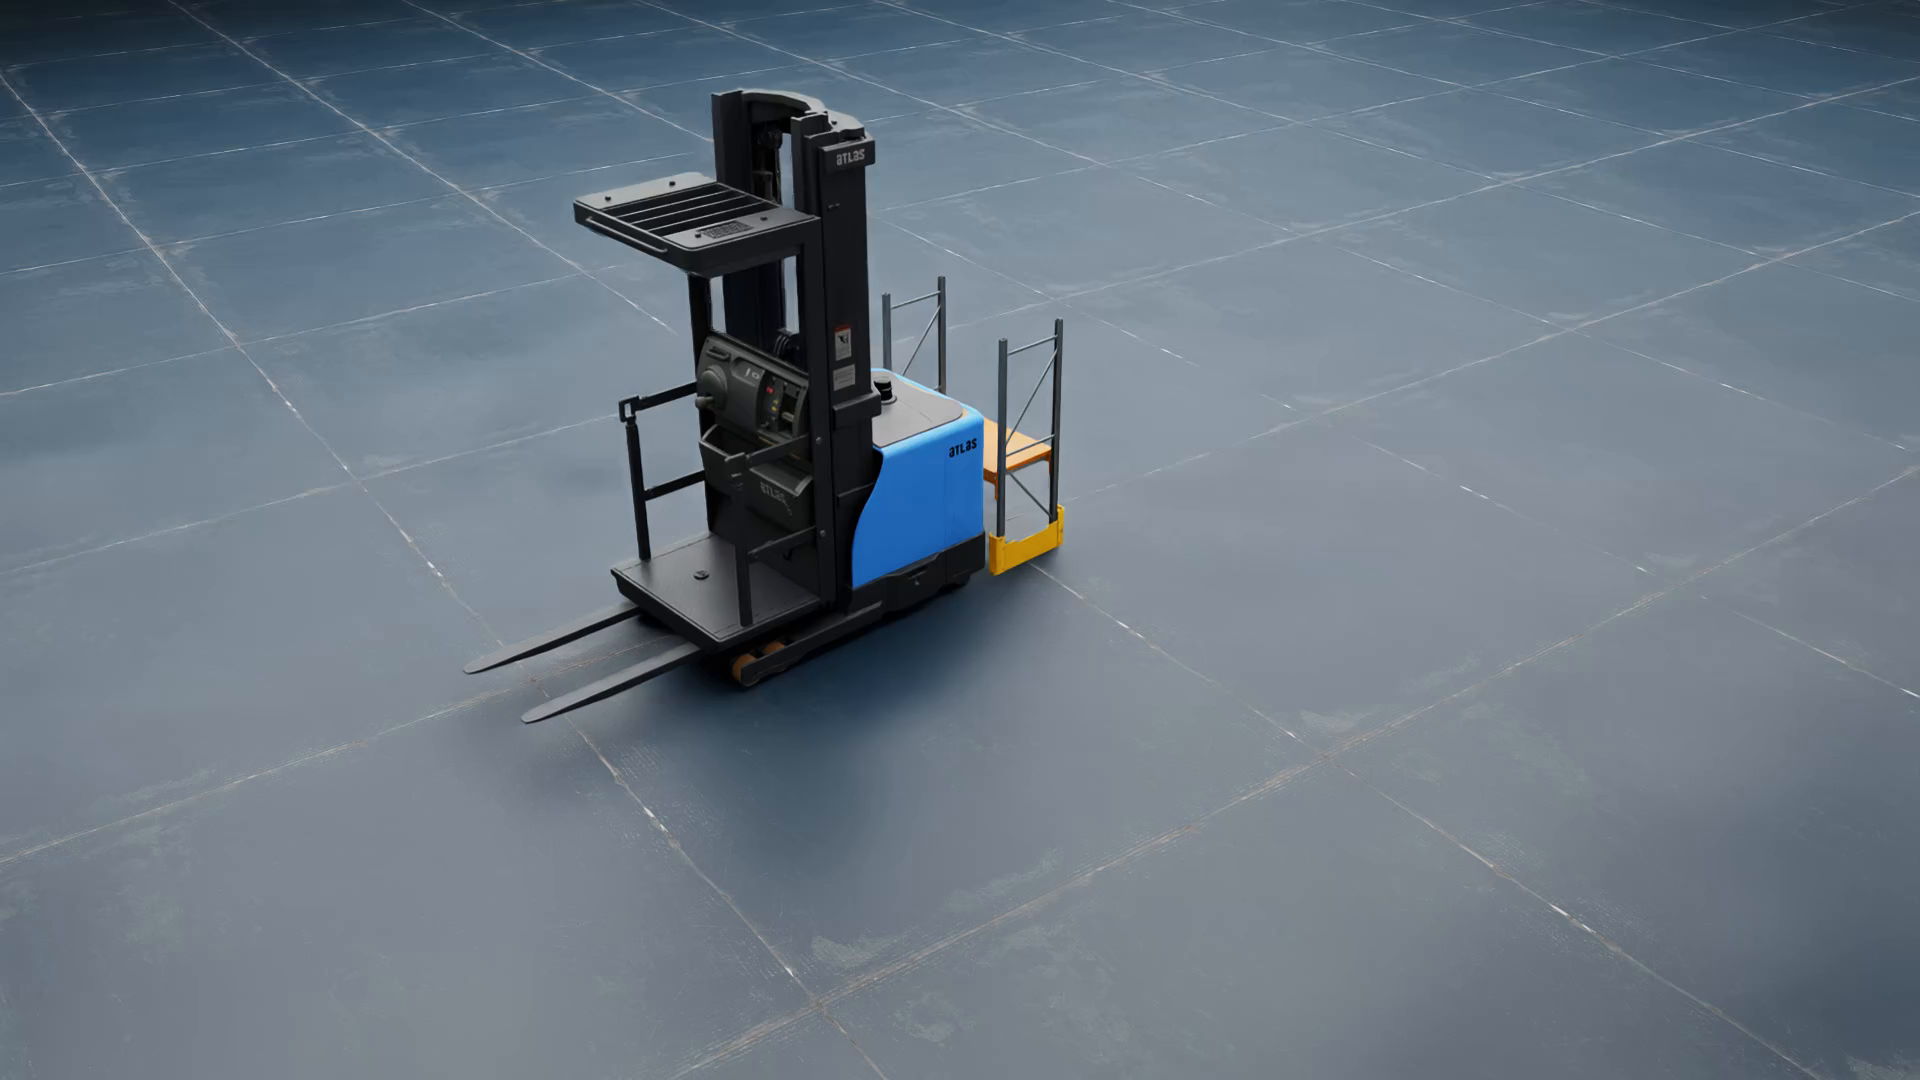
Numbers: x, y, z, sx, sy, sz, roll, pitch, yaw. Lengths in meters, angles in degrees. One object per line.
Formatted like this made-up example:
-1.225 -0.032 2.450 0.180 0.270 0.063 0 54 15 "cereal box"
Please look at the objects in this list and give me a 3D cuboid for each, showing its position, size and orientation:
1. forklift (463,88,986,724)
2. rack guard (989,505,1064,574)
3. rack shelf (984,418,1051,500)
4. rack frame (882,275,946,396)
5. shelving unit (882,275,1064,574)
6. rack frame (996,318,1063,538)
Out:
-1.276 -0.778 8.838 3.031 2.935 1.130 -23 36 -36 "forklift"
0.411 -0.007 10.227 0.587 0.250 0.087 -24 37 -37 "rack guard"
0.065 -0.575 10.341 0.538 0.185 1.000 -24 37 -37 "rack shelf"
-0.281 -0.911 10.582 0.500 1.500 0.032 -24 37 -37 "rack frame"
0.071 -0.730 10.249 0.587 1.500 1.083 -24 37 -37 "shelving unit"
0.412 -0.556 9.928 0.500 1.500 0.032 -24 37 -37 "rack frame"
